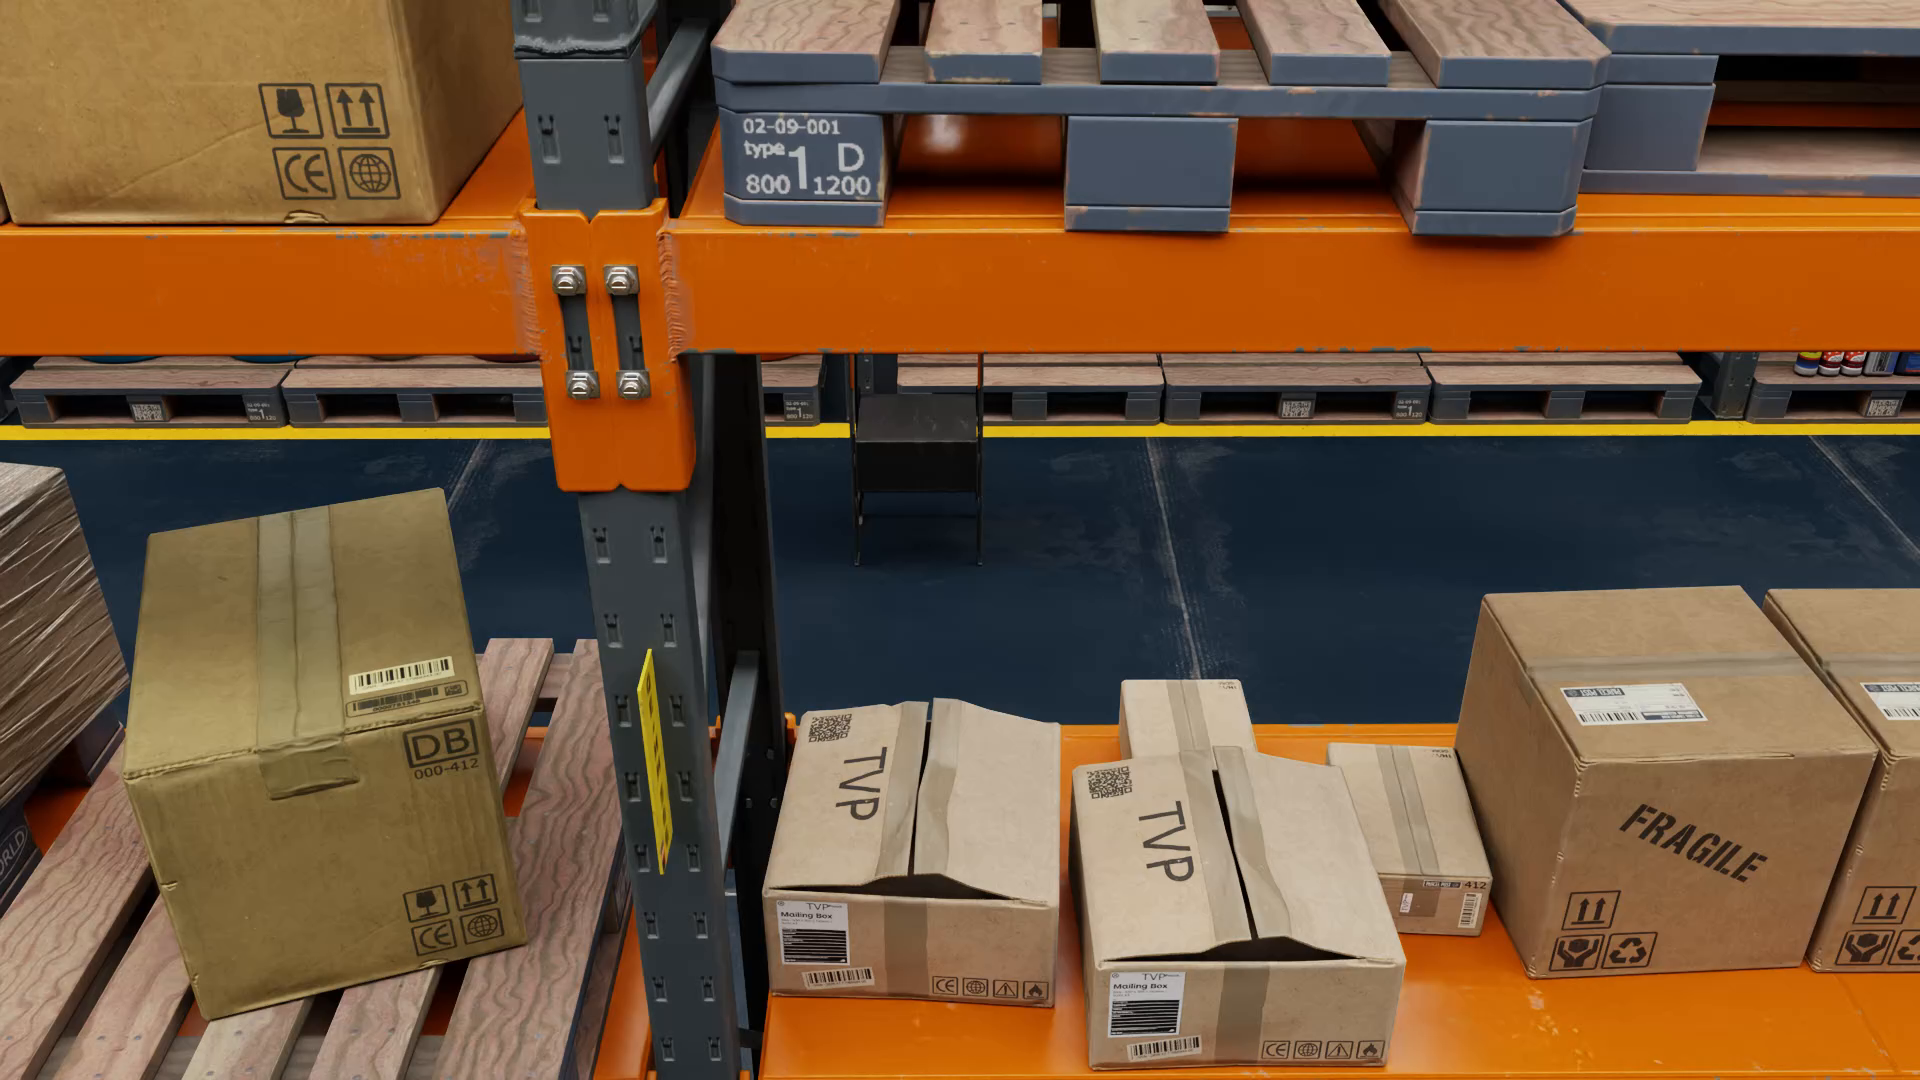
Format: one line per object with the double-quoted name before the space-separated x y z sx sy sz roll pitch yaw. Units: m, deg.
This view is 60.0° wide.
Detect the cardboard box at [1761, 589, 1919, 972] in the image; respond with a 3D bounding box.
"cardboard box" 1.770 0.431 3.051 0.500 0.500 0.500 0 31 0

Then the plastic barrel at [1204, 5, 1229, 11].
"plastic barrel" 0.988 -2.243 7.447 0.421 0.512 0.421 0 31 0

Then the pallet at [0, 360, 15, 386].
"pallet" -5.195 -0.853 7.952 1.213 0.211 1.003 0 31 0

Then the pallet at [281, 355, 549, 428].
"pallet" -2.465 -0.861 7.966 1.213 0.211 1.003 0 31 0

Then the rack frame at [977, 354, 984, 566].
"rack frame" 0.078 -0.898 6.206 0.015 2.100 0.400 0 31 0

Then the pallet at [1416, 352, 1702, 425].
"pallet" 2.755 -0.878 7.993 1.213 0.211 1.003 0 31 0

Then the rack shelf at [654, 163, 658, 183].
"rack shelf" -2.460 -1.766 7.463 4.000 0.370 1.077 0 31 0

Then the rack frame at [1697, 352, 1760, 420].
"rack frame" 3.540 -2.092 7.307 0.127 3.000 1.000 0 31 0

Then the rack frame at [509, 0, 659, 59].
"rack frame" -0.434 -2.075 1.495 0.127 3.000 1.000 0 31 0

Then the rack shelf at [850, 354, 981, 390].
"rack shelf" -0.166 -0.886 6.212 0.480 0.518 0.431 0 31 0

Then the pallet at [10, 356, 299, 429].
"pallet" -3.688 -0.856 7.957 1.213 0.211 1.003 0 31 0

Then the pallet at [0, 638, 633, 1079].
"pallet" -1.111 0.610 3.038 1.003 0.211 1.213 0 31 0

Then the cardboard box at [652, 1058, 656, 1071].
"cardboard box" -0.891 1.223 3.828 0.500 0.500 0.500 1 31 2

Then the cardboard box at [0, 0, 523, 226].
"cardboard box" -0.870 -0.817 2.217 0.500 0.500 0.910 0 31 0

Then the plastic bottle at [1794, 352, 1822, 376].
"plastic bottle" 3.861 -0.888 7.527 0.097 0.271 0.097 0 31 0

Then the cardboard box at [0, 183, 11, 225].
"cardboard box" -1.380 -0.815 2.214 0.500 0.500 0.910 0 31 0

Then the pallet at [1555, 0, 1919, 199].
"pallet" 1.362 -0.766 2.411 1.213 0.211 1.003 1 31 2

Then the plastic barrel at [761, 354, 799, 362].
"plastic barrel" -0.949 -1.321 7.723 0.708 0.830 0.600 0 31 0

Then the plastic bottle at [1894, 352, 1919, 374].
"plastic bottle" 4.349 -0.935 7.529 0.185 0.351 0.144 1 31 1

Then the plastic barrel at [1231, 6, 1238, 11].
"plastic barrel" 1.415 -2.258 7.448 0.433 0.535 0.433 0 31 0

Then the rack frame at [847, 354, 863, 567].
"rack frame" -0.410 -0.896 6.203 0.015 2.100 0.400 0 31 0

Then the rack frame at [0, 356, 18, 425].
"rack frame" -4.460 -2.067 7.266 0.127 3.000 1.000 0 31 0

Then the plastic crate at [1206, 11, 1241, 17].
"plastic crate" 1.158 -1.954 7.017 0.583 0.464 0.402 0 31 0

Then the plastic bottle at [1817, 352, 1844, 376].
"plastic bottle" 3.963 -0.858 7.546 0.097 0.201 0.097 0 31 0

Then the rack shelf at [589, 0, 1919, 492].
"rack shelf" 1.566 -0.492 2.470 4.000 0.370 1.077 0 31 0

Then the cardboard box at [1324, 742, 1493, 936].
"cardboard box" 0.841 0.564 3.171 0.250 0.149 0.380 2 31 3

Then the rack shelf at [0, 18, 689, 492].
"rack shelf" -2.434 -0.479 2.450 4.000 0.370 1.077 0 31 0

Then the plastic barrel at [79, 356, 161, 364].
"plastic barrel" -3.916 -1.343 7.689 0.708 0.901 0.600 0 31 0

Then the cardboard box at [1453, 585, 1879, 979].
"cardboard box" 1.244 0.433 3.048 0.500 0.500 0.500 -2 31 -3

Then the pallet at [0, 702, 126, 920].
"pallet" -2.379 0.580 3.087 1.213 0.211 1.003 0 31 0

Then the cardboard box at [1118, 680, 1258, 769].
"cardboard box" 0.464 0.451 3.358 0.250 0.149 0.380 0 31 0

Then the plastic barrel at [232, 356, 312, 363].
"plastic barrel" -3.208 -1.345 7.693 0.708 0.901 0.600 0 31 0

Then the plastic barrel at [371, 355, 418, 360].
"plastic barrel" -2.643 -1.134 7.721 0.421 0.512 0.421 0 31 0

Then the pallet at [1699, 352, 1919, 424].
"pallet" 4.212 -0.881 7.998 1.213 0.211 1.003 0 31 0

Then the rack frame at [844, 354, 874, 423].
"rack frame" -0.460 -2.080 7.286 0.127 3.000 1.000 0 31 0

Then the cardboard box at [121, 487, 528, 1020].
"cardboard box" -1.063 0.328 2.817 0.500 0.500 0.700 -11 33 -17

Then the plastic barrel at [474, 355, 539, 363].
"plastic barrel" -2.079 -1.215 7.780 0.708 0.588 0.600 0 31 0

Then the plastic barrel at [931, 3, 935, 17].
"plastic barrel" 0.002 -2.297 7.513 0.708 0.536 0.600 0 31 0

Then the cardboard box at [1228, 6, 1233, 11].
"cardboard box" 1.859 -3.797 12.101 0.500 0.500 0.700 -3 31 -5

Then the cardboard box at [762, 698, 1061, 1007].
"cardboard box" -0.070 0.549 3.039 0.500 0.311 0.500 2 31 3

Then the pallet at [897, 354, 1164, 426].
"pallet" 0.315 -0.870 7.981 1.213 0.211 1.003 0 31 0

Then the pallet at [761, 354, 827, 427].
"pallet" -1.248 -0.864 7.970 1.213 0.211 1.003 0 31 0

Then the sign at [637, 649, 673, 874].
"sign" -0.421 0.310 2.308 0.005 0.325 0.100 0 31 0

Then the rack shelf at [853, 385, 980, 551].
"rack shelf" -0.166 -0.287 6.575 0.480 0.518 0.431 0 31 0

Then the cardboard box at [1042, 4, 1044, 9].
"cardboard box" 0.734 -3.789 12.089 0.500 0.500 0.700 -3 31 -4

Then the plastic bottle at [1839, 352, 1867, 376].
"plastic bottle" 4.064 -0.858 7.547 0.097 0.201 0.097 0 31 0

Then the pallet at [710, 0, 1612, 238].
"pallet" 0.244 -0.761 2.402 1.003 0.211 1.213 1 31 2

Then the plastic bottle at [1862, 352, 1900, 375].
"plastic bottle" 4.184 -0.905 7.551 0.135 0.276 0.152 1 31 2

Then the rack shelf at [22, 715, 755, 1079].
"rack shelf" -2.434 0.803 3.228 4.000 0.370 1.077 0 31 0

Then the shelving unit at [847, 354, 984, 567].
"shelving unit" -0.166 -0.897 6.204 0.503 2.100 0.431 0 31 0

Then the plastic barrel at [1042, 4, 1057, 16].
"plastic barrel" 0.567 -2.242 7.445 0.421 0.512 0.421 0 31 0

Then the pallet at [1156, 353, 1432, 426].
"pallet" 1.532 -0.872 7.984 1.213 0.211 1.003 0 31 0

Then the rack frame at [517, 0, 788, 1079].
"rack frame" -0.434 0.489 3.052 0.127 3.000 1.000 0 31 0

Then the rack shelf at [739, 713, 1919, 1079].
"rack shelf" 1.566 0.791 3.249 4.000 0.370 1.077 0 31 0

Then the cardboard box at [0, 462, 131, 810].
"cardboard box" -1.979 0.231 2.976 0.500 0.500 0.700 6 32 9

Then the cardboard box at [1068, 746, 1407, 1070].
"cardboard box" 0.461 0.625 2.914 0.500 0.311 0.500 -1 31 -1
